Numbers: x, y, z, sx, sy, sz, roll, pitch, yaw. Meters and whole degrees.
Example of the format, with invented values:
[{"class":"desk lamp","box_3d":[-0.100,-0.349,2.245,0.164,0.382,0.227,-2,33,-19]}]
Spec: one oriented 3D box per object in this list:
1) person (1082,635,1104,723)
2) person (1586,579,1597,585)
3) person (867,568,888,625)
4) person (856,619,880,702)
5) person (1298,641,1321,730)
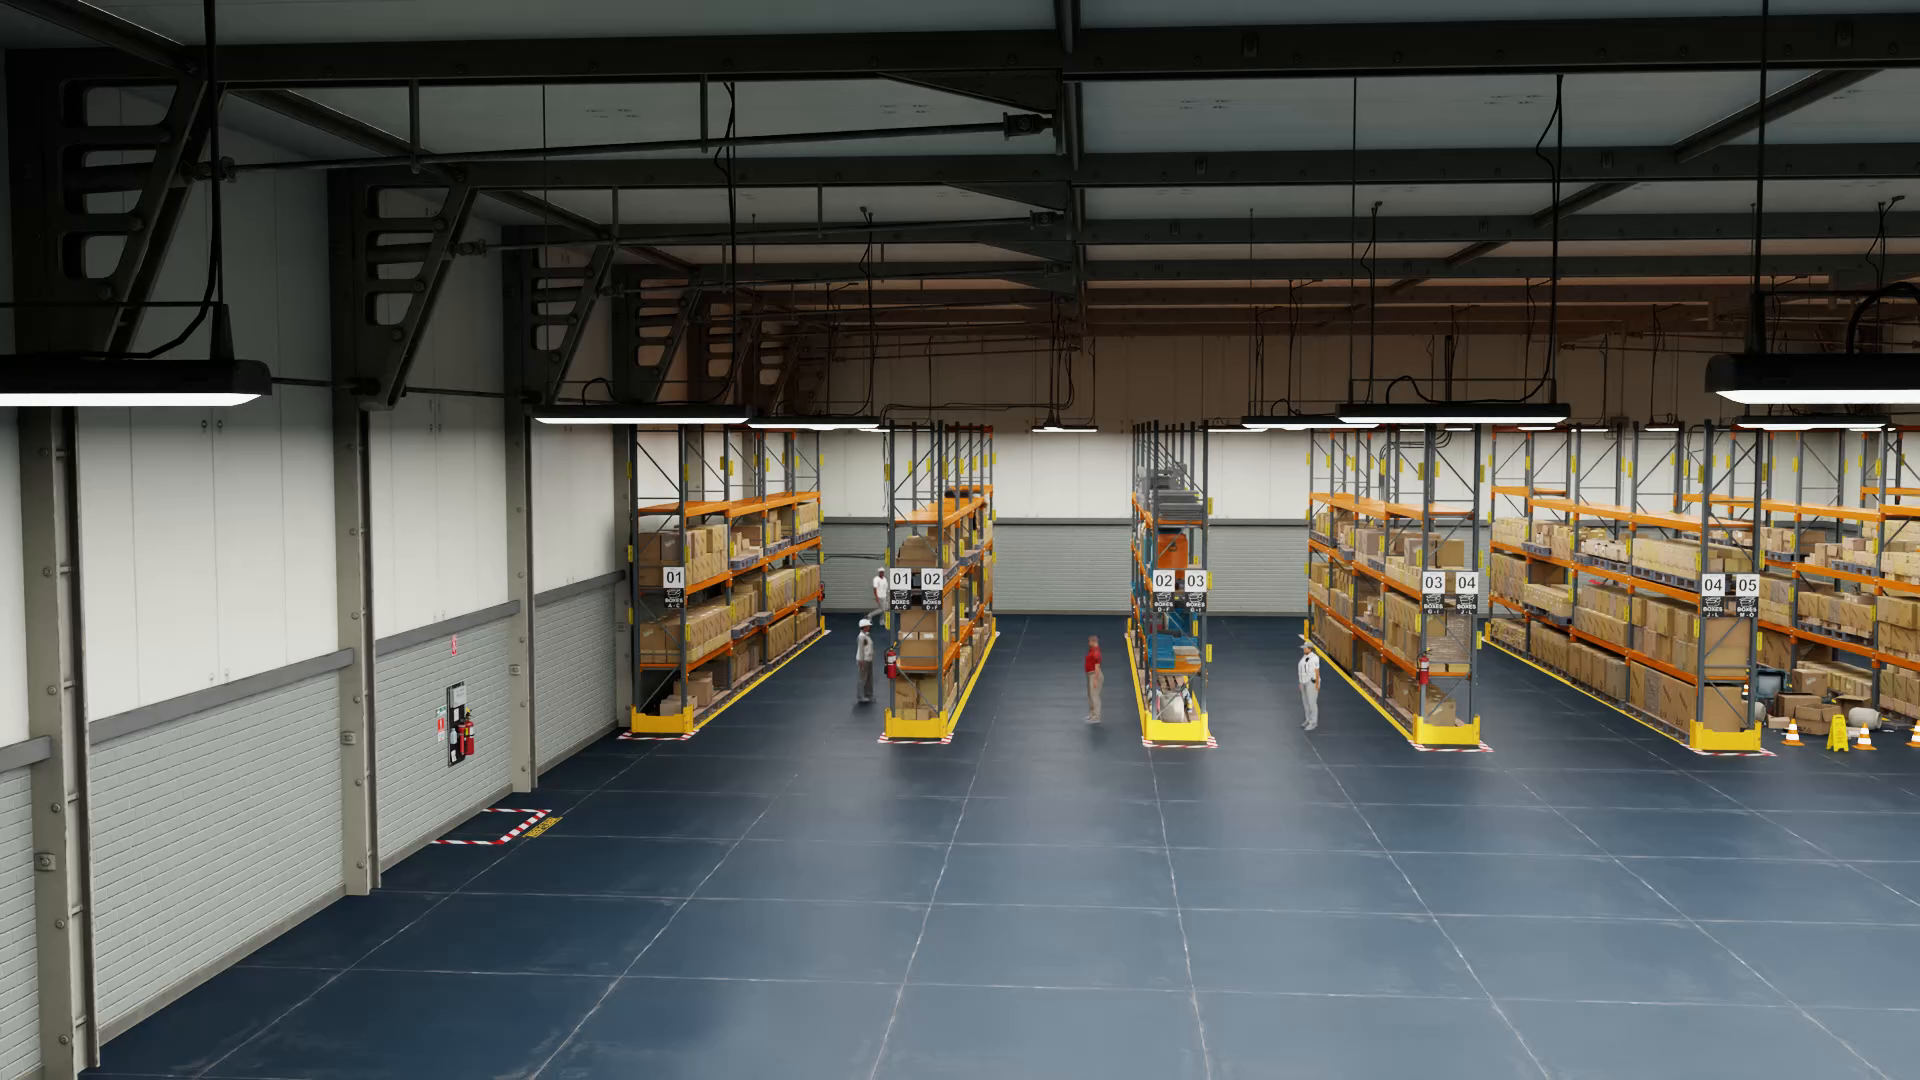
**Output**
[{"class":"person","box_3d":[2.648,2.759,33.081,0.418,1.733,0.579,0,4,1]},{"class":"person","box_3d":[17.191,1.967,45.278,0.667,1.801,0.540,-1,4,-20]},{"class":"person","box_3d":[-2.430,1.688,49.800,0.677,1.738,0.595,1,4,8]},{"class":"person","box_3d":[-1.991,2.597,35.630,0.463,1.804,0.587,1,4,11]},{"class":"person","box_3d":[6.837,2.834,32.565,0.452,1.682,0.620,-1,4,-17]}]
